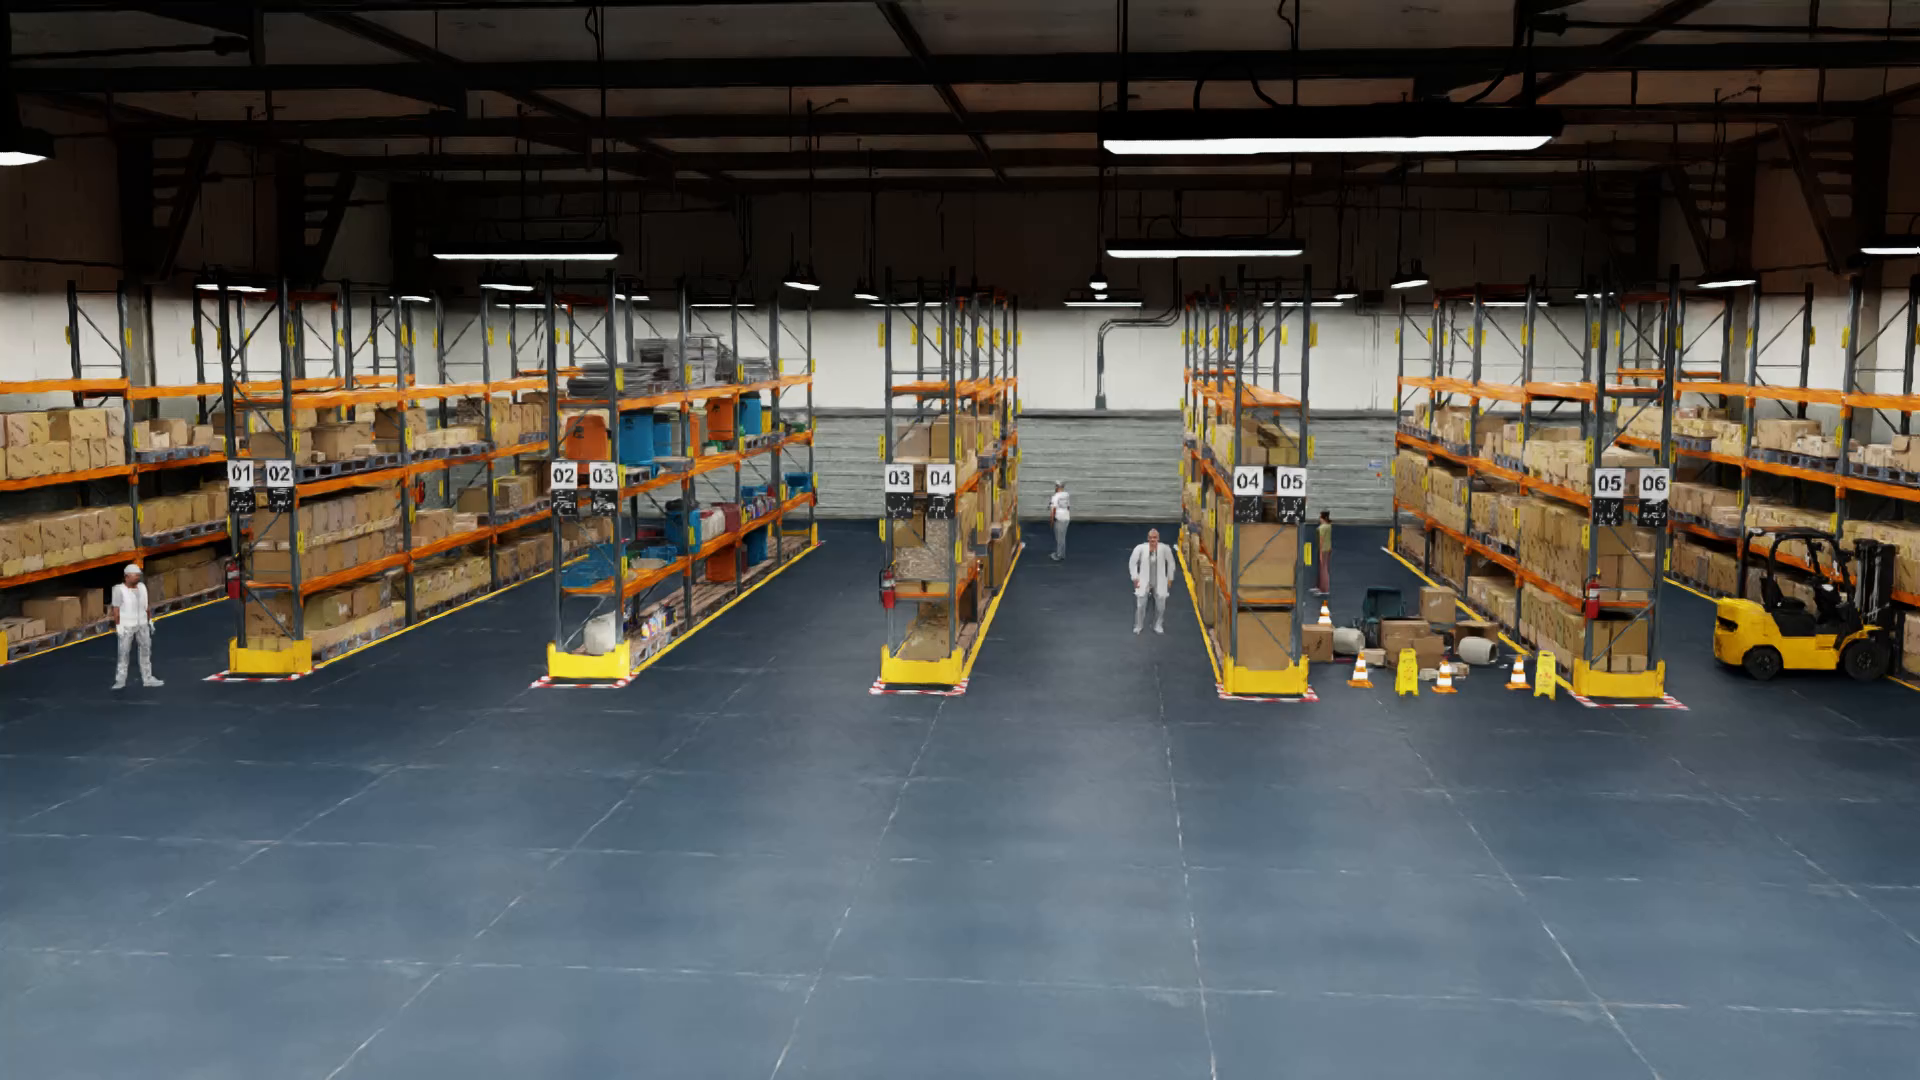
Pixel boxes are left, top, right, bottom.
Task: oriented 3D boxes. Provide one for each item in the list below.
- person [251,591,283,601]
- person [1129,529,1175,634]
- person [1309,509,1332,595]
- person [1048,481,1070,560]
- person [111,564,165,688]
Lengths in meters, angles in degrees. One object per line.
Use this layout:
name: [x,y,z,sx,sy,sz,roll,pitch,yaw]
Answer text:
person: [-12.524,0.542,29.999,0.457,1.621,0.997,2,7,14]
person: [3.059,0.654,26.566,0.729,1.709,0.546,0,7,4]
person: [7.041,0.229,32.426,0.477,1.669,0.493,5,8,34]
person: [2.234,-0.456,37.697,0.584,1.748,0.654,5,9,36]
person: [-11.846,1.227,23.815,0.494,1.789,0.645,4,8,32]
